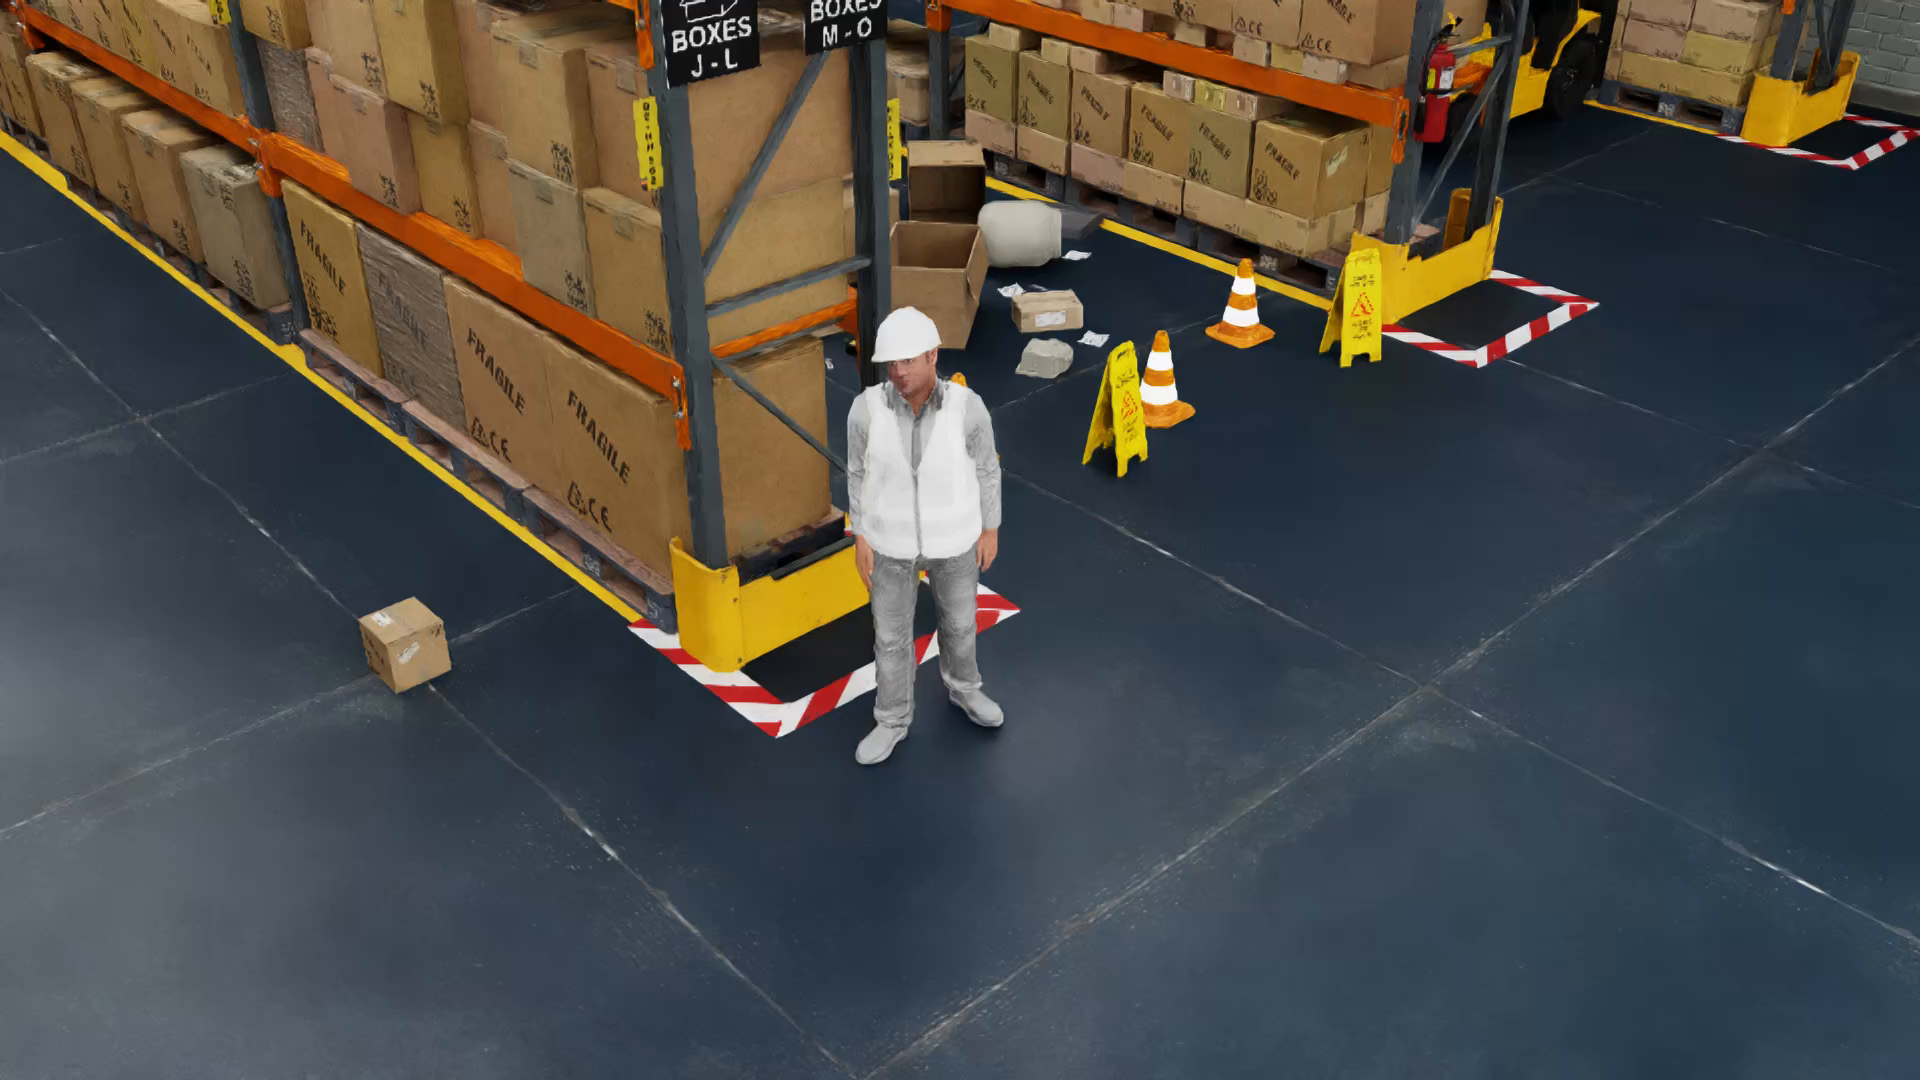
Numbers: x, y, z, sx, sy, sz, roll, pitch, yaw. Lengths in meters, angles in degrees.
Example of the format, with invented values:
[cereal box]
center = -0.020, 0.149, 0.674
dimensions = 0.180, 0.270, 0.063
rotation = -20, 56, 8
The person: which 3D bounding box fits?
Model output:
[person]
center = -0.118, -0.007, 6.110
dimensions = 0.580, 1.778, 0.477
rotation = 0, 32, -1
